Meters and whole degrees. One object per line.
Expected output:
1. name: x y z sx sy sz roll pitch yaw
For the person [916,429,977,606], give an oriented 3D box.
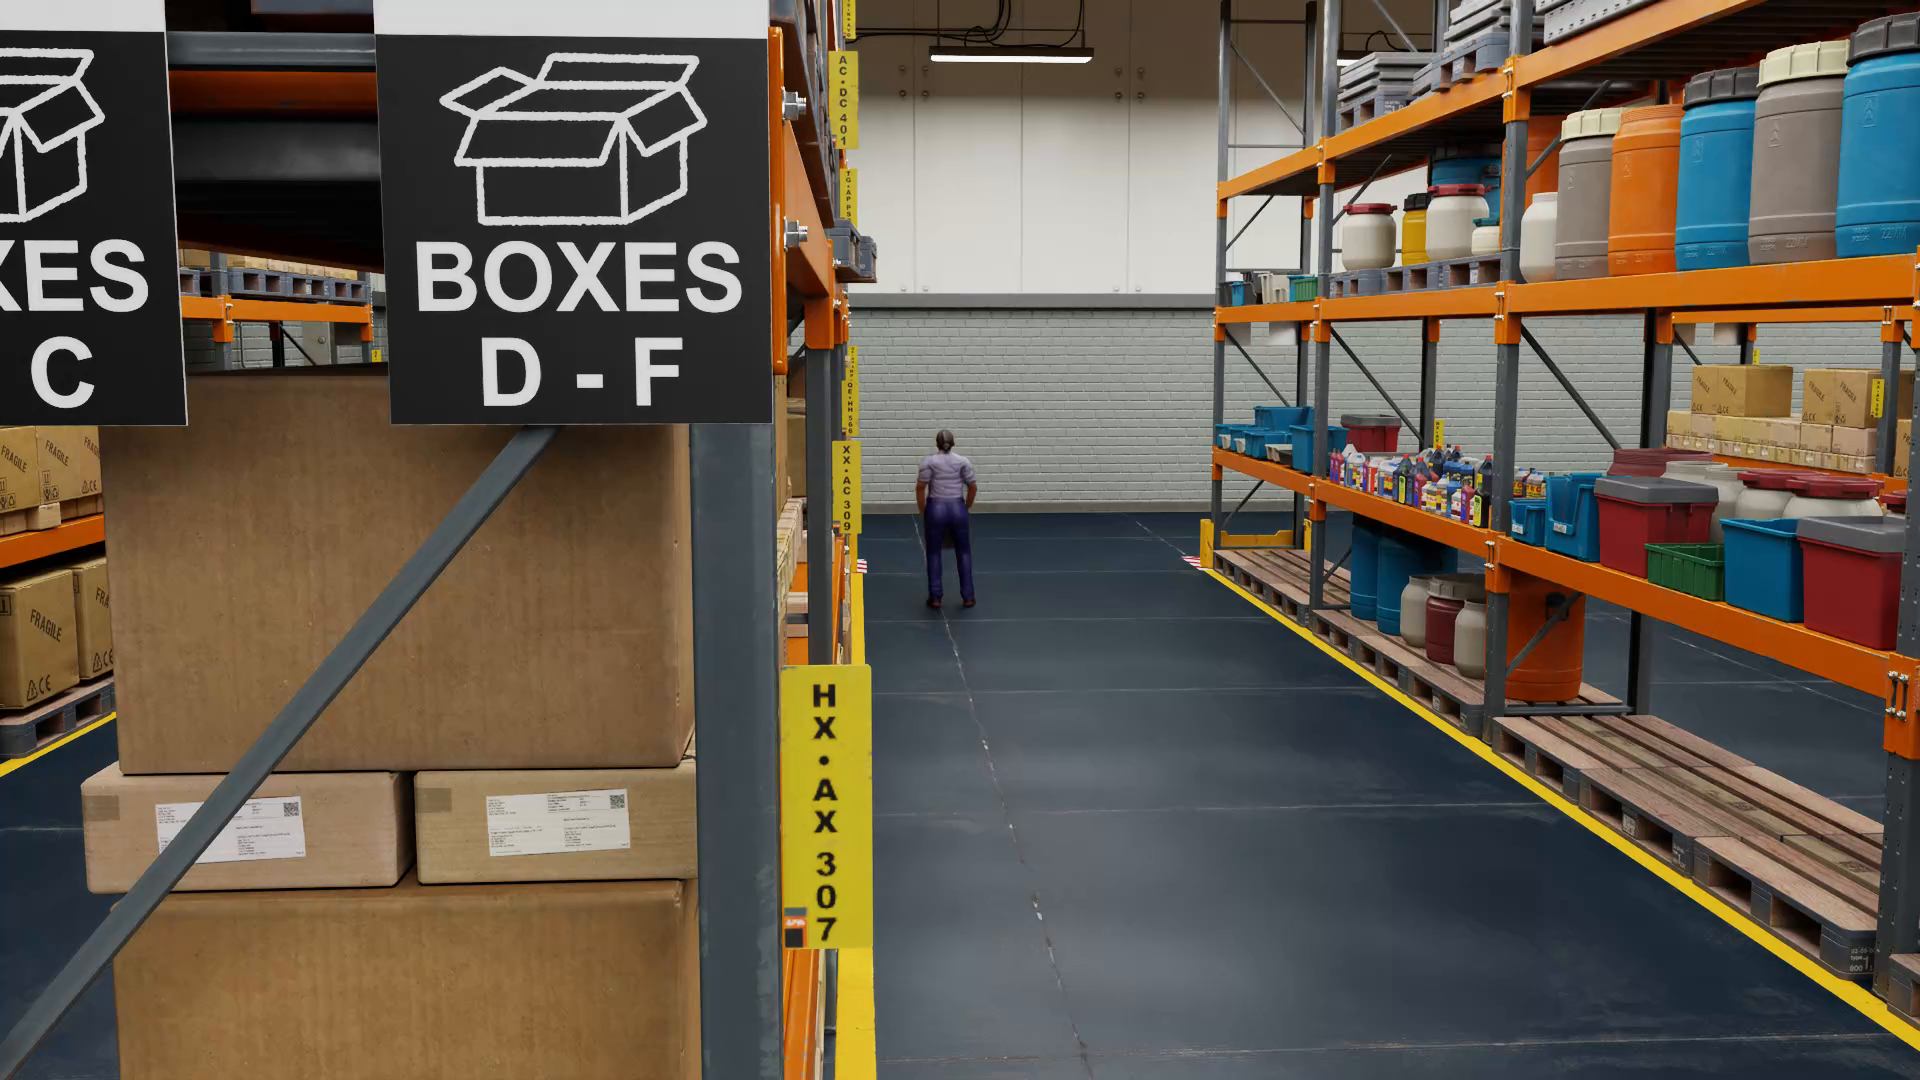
1. person: -0.129 -0.215 15.554 0.574 1.644 0.384 0 7 -3
